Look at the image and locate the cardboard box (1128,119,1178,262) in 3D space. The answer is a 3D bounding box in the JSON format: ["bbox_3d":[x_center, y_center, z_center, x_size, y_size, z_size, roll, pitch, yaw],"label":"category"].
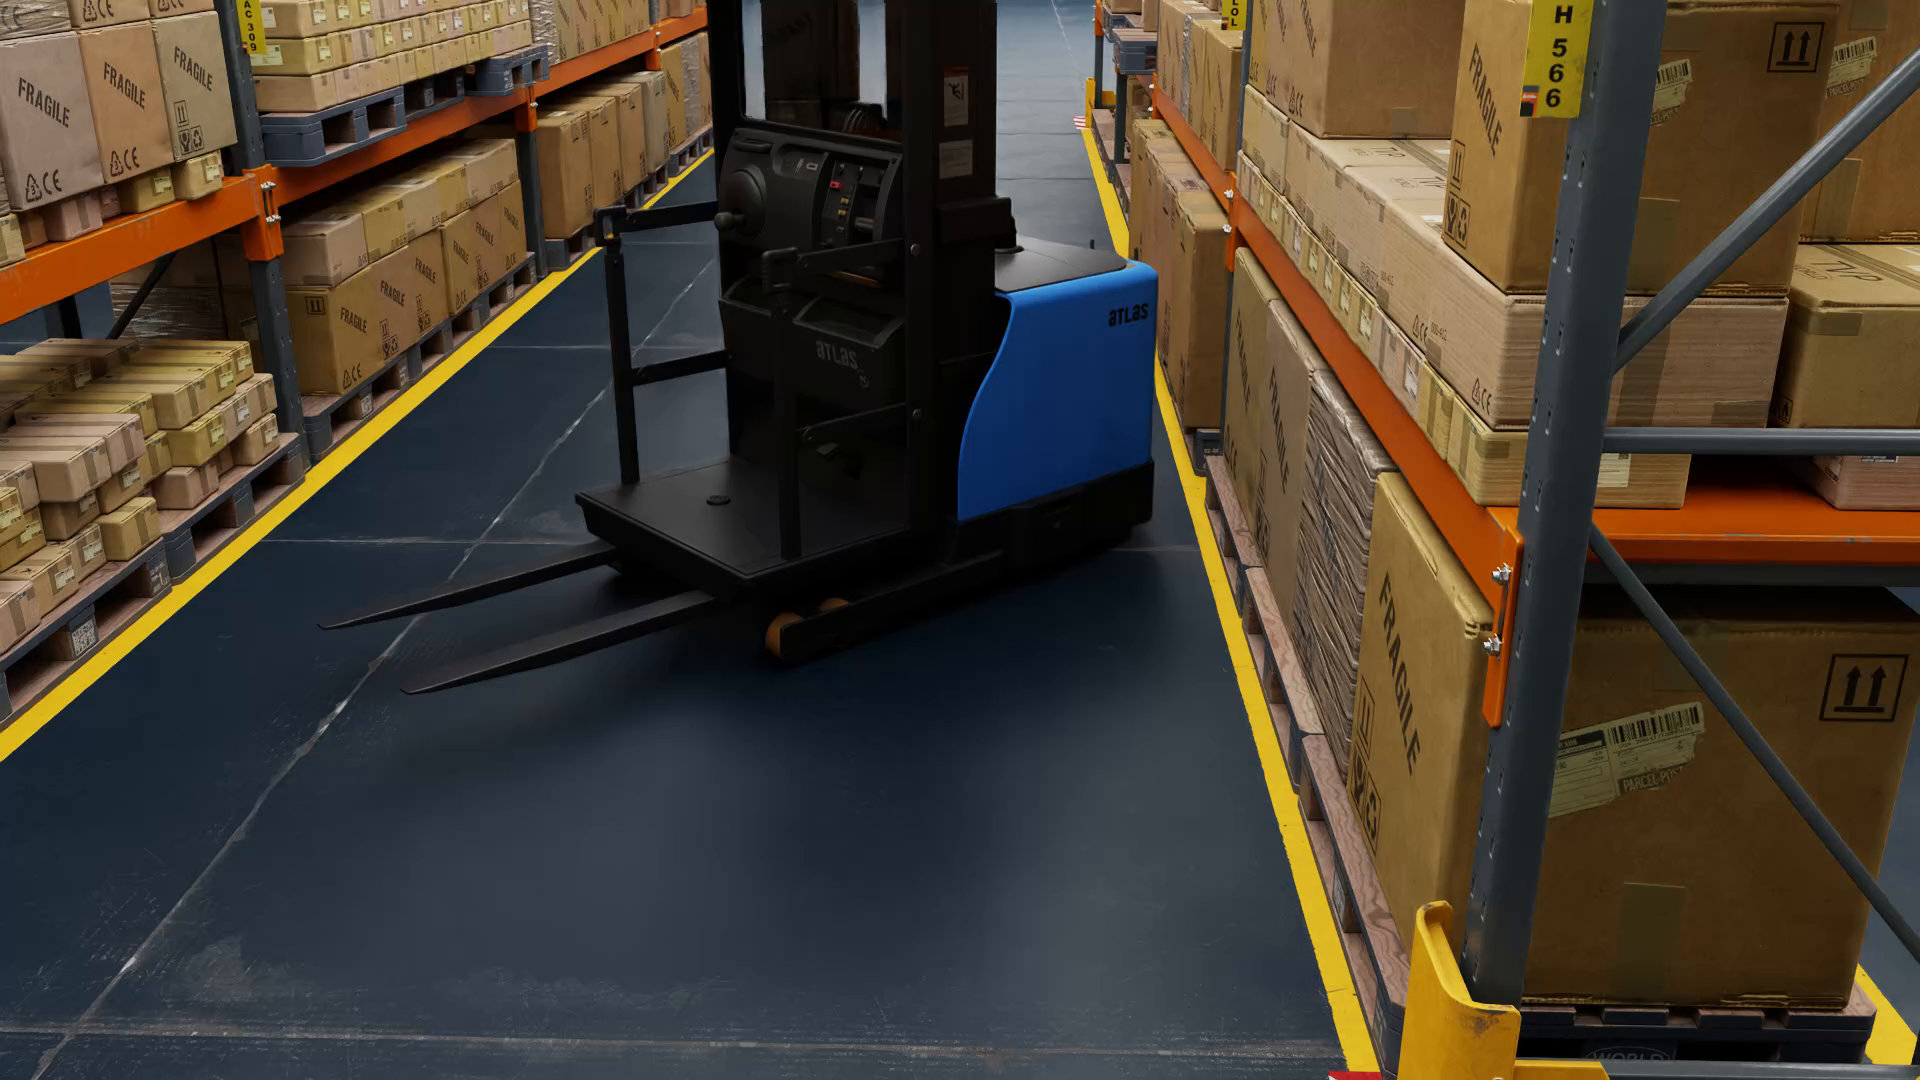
[{"bbox_3d":[1.675,-2.005,9.907,1.225,0.875,0.875,0,21,-1],"label":"cardboard box"}]

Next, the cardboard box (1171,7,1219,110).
[{"bbox_3d":[1.404,-2.551,8.819,0.500,0.500,0.500,0,21,1],"label":"cardboard box"}]

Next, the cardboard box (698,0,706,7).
[{"bbox_3d":[-2.956,-5.769,17.043,0.875,0.550,0.550,1,21,2],"label":"cardboard box"}]

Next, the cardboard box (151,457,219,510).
[{"bbox_3d":[-3.066,-0.226,6.325,0.380,0.149,0.250,0,21,0],"label":"cardboard box"}]

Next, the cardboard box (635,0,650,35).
[{"bbox_3d":[-2.865,-4.442,13.691,0.500,0.500,0.500,1,21,1],"label":"cardboard box"}]

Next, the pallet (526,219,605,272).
[{"bbox_3d":[-3.139,-2.124,11.712,1.003,0.211,1.213,1,21,2],"label":"pallet"}]

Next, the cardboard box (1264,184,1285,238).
[{"bbox_3d":[1.232,-1.097,5.557,0.380,0.149,0.250,0,21,0],"label":"cardboard box"}]

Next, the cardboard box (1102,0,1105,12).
[{"bbox_3d":[1.570,-5.183,16.087,0.380,0.149,0.250,1,21,2],"label":"cardboard box"}]

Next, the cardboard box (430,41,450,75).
[{"bbox_3d":[-2.843,-2.473,8.523,0.380,0.149,0.250,0,21,-1],"label":"cardboard box"}]

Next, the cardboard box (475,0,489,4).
[{"bbox_3d":[-2.817,-3.032,9.141,0.380,0.149,0.250,1,21,3],"label":"cardboard box"}]

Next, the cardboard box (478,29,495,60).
[{"bbox_3d":[-2.822,-2.763,9.269,0.380,0.149,0.250,0,21,1],"label":"cardboard box"}]

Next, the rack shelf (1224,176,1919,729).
[{"bbox_3d":[1.534,-0.544,4.780,1.077,0.370,4.000,1,21,2],"label":"rack shelf"}]

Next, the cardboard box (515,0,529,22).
[{"bbox_3d":[-2.798,-3.174,9.918,0.380,0.149,0.250,1,21,3],"label":"cardboard box"}]

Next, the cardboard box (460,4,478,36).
[{"bbox_3d":[-2.828,-2.802,8.959,0.380,0.149,0.250,0,21,1],"label":"cardboard box"}]

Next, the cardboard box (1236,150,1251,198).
[{"bbox_3d":[1.253,-1.382,6.292,0.380,0.149,0.250,1,21,2],"label":"cardboard box"}]

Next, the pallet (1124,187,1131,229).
[{"bbox_3d":[1.782,-2.472,12.607,1.003,0.211,1.213,1,21,2],"label":"pallet"}]

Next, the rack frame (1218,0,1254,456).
[{"bbox_3d":[1.595,-1.603,6.513,1.000,3.000,0.127,1,21,2],"label":"rack frame"}]

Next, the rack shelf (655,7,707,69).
[{"bbox_3d":[-3.056,-4.974,16.197,1.077,0.370,4.000,1,21,2],"label":"rack shelf"}]

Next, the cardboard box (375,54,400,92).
[{"bbox_3d":[-2.865,-2.191,7.797,0.380,0.149,0.250,1,21,2],"label":"cardboard box"}]

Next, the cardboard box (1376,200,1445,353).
[{"bbox_3d":[1.239,-0.587,3.691,0.500,0.250,0.500,0,21,1],"label":"cardboard box"}]

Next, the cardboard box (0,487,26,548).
[{"bbox_3d":[-3.106,-0.054,5.058,0.380,0.149,0.250,1,21,2],"label":"cardboard box"}]

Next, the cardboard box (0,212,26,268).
[{"bbox_3d":[-3.110,-0.905,5.062,0.380,0.149,0.250,1,21,3],"label":"cardboard box"}]

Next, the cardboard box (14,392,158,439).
[{"bbox_3d":[-3.165,-0.431,6.030,0.380,0.149,0.250,1,21,3],"label":"cardboard box"}]

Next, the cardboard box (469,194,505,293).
[{"bbox_3d":[-3.016,-1.742,9.747,0.500,0.500,0.500,1,21,4],"label":"cardboard box"}]

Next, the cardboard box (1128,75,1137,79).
[{"bbox_3d":[1.902,-4.304,16.349,0.500,0.500,0.500,3,21,7],"label":"cardboard box"}]

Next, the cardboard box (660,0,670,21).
[{"bbox_3d":[-3.123,-4.989,15.033,0.875,0.550,0.550,1,21,2],"label":"cardboard box"}]

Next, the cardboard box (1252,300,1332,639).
[{"bbox_3d":[1.467,-0.245,5.370,0.875,0.875,0.875,1,21,2],"label":"cardboard box"}]

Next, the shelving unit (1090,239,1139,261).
[{"bbox_3d":[0.554,-0.685,6.843,0.215,1.050,0.252,-18,27,-38],"label":"shelving unit"}]

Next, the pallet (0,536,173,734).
[{"bbox_3d":[-3.379,0.292,5.486,1.003,0.211,1.213,1,21,2],"label":"pallet"}]

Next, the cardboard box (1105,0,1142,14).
[{"bbox_3d":[1.674,-4.685,13.047,1.000,1.000,1.000,1,21,2],"label":"cardboard box"}]

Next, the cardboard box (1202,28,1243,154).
[{"bbox_3d":[1.358,-2.000,7.400,0.500,0.500,0.500,1,21,3],"label":"cardboard box"}]

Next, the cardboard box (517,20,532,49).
[{"bbox_3d":[-2.794,-3.035,9.972,0.380,0.149,0.250,1,21,3],"label":"cardboard box"}]

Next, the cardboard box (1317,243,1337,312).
[{"bbox_3d":[1.202,-0.725,4.597,0.380,0.149,0.250,1,21,3],"label":"cardboard box"}]

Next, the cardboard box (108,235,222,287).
[{"bbox_3d":[-3.590,-1.346,7.690,0.500,0.250,0.500,0,21,0],"label":"cardboard box"}]

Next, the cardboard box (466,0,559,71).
[{"bbox_3d":[-2.955,-3.346,10.868,0.500,0.500,0.500,1,21,2],"label":"cardboard box"}]

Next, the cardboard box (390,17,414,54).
[{"bbox_3d":[-2.862,-2.427,7.994,0.380,0.149,0.250,1,21,4],"label":"cardboard box"}]

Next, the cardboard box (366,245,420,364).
[{"bbox_3d":[-3.058,-1.180,8.298,0.500,0.500,0.500,2,21,4],"label":"cardboard box"}]

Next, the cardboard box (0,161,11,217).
[{"bbox_3d":[-3.164,-1.147,4.790,0.500,0.500,0.500,0,21,0],"label":"cardboard box"}]

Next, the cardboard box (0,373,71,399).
[{"bbox_3d":[-3.603,-0.525,6.273,0.380,0.149,0.250,0,21,1],"label":"cardboard box"}]

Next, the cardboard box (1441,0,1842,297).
[{"bbox_3d":[1.225,-0.754,3.085,0.500,0.500,0.500,1,21,2],"label":"cardboard box"}]

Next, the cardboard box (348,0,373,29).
[{"bbox_3d":[-2.875,-2.381,7.463,0.380,0.149,0.250,1,21,2],"label":"cardboard box"}]

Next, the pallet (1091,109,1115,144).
[{"bbox_3d":[1.897,-4.321,17.373,1.003,0.211,1.213,1,21,2],"label":"pallet"}]

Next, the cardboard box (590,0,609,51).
[{"bbox_3d":[-2.909,-3.893,12.276,0.500,0.500,0.500,0,21,1],"label":"cardboard box"}]

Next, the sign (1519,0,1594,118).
[{"bbox_3d":[0.931,-0.818,2.562,0.100,0.325,0.005,1,21,2],"label":"sign"}]

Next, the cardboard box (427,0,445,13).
[{"bbox_3d":[-2.845,-2.752,8.420,0.380,0.149,0.250,1,21,3],"label":"cardboard box"}]

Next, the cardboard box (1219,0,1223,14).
[{"bbox_3d":[1.642,-2.821,8.128,0.797,0.503,0.637,1,21,3],"label":"cardboard box"}]

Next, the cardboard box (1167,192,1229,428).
[{"bbox_3d":[1.594,-1.040,7.419,1.225,0.875,0.875,1,21,2],"label":"cardboard box"}]

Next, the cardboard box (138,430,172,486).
[{"bbox_3d":[-3.144,-0.297,6.098,0.380,0.149,0.250,1,21,2],"label":"cardboard box"}]

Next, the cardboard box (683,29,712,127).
[{"bbox_3d":[-2.974,-4.674,16.785,0.875,0.875,0.875,0,21,1],"label":"cardboard box"}]

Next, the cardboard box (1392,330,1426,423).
[{"bbox_3d":[1.170,-0.357,3.650,0.380,0.149,0.250,1,21,2],"label":"cardboard box"}]

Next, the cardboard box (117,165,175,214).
[{"bbox_3d":[-3.101,-1.281,6.030,0.380,0.149,0.250,1,21,4],"label":"cardboard box"}]

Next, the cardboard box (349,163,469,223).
[{"bbox_3d":[-3.033,-1.904,9.127,0.500,0.250,0.500,1,21,3],"label":"cardboard box"}]

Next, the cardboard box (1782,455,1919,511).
[{"bbox_3d":[1.814,-0.164,3.153,0.380,0.149,0.250,1,21,2],"label":"cardboard box"}]

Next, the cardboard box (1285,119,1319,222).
[{"bbox_3d":[1.288,-1.137,5.110,0.500,0.250,0.500,1,21,3],"label":"cardboard box"}]

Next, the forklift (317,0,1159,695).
[{"bbox_3d":[-0.677,-1.171,5.495,3.031,2.935,1.130,-18,27,-38],"label":"forklift"}]

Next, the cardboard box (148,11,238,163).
[{"bbox_3d":[-3.092,-1.701,6.217,0.500,0.500,0.500,1,21,2],"label":"cardboard box"}]

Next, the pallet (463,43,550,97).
[{"bbox_3d":[-3.153,-2.792,9.843,1.213,0.211,1.003,1,21,2],"label":"pallet"}]

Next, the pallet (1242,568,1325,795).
[{"bbox_3d":[1.459,0.414,5.171,1.003,0.211,1.213,1,21,2],"label":"pallet"}]

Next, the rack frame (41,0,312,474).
[{"bbox_3d":[-3.360,-1.694,6.748,1.000,3.000,0.127,1,21,2],"label":"rack frame"}]

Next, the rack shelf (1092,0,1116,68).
[{"bbox_3d":[1.899,-4.883,15.962,1.077,0.370,4.000,1,21,2],"label":"rack shelf"}]
